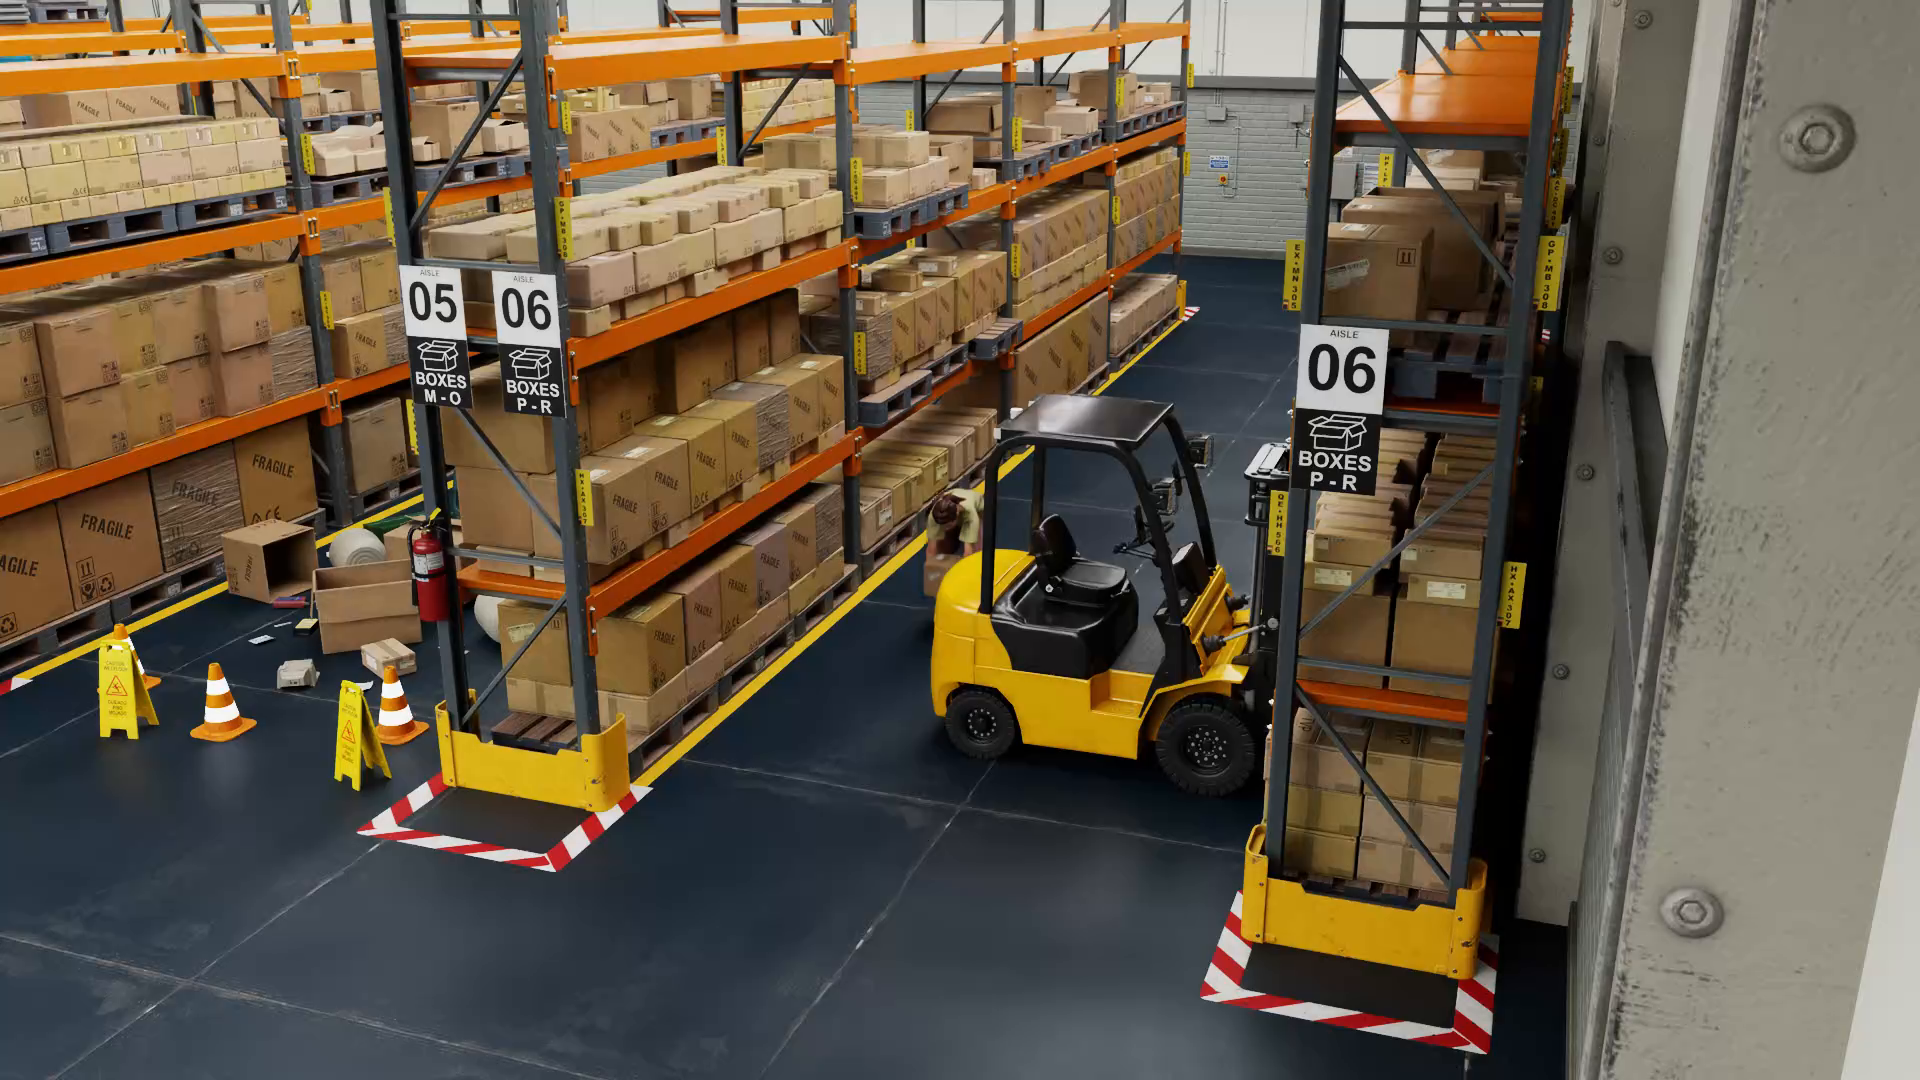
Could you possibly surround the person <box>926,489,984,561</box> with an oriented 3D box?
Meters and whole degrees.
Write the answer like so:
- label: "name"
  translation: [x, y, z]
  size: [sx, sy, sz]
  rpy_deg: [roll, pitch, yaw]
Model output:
- label: "person"
  translation: [-0.020, 0.120, 12.575]
  size: [0.450, 1.121, 0.858]
  rpy_deg: [6, 19, 16]
